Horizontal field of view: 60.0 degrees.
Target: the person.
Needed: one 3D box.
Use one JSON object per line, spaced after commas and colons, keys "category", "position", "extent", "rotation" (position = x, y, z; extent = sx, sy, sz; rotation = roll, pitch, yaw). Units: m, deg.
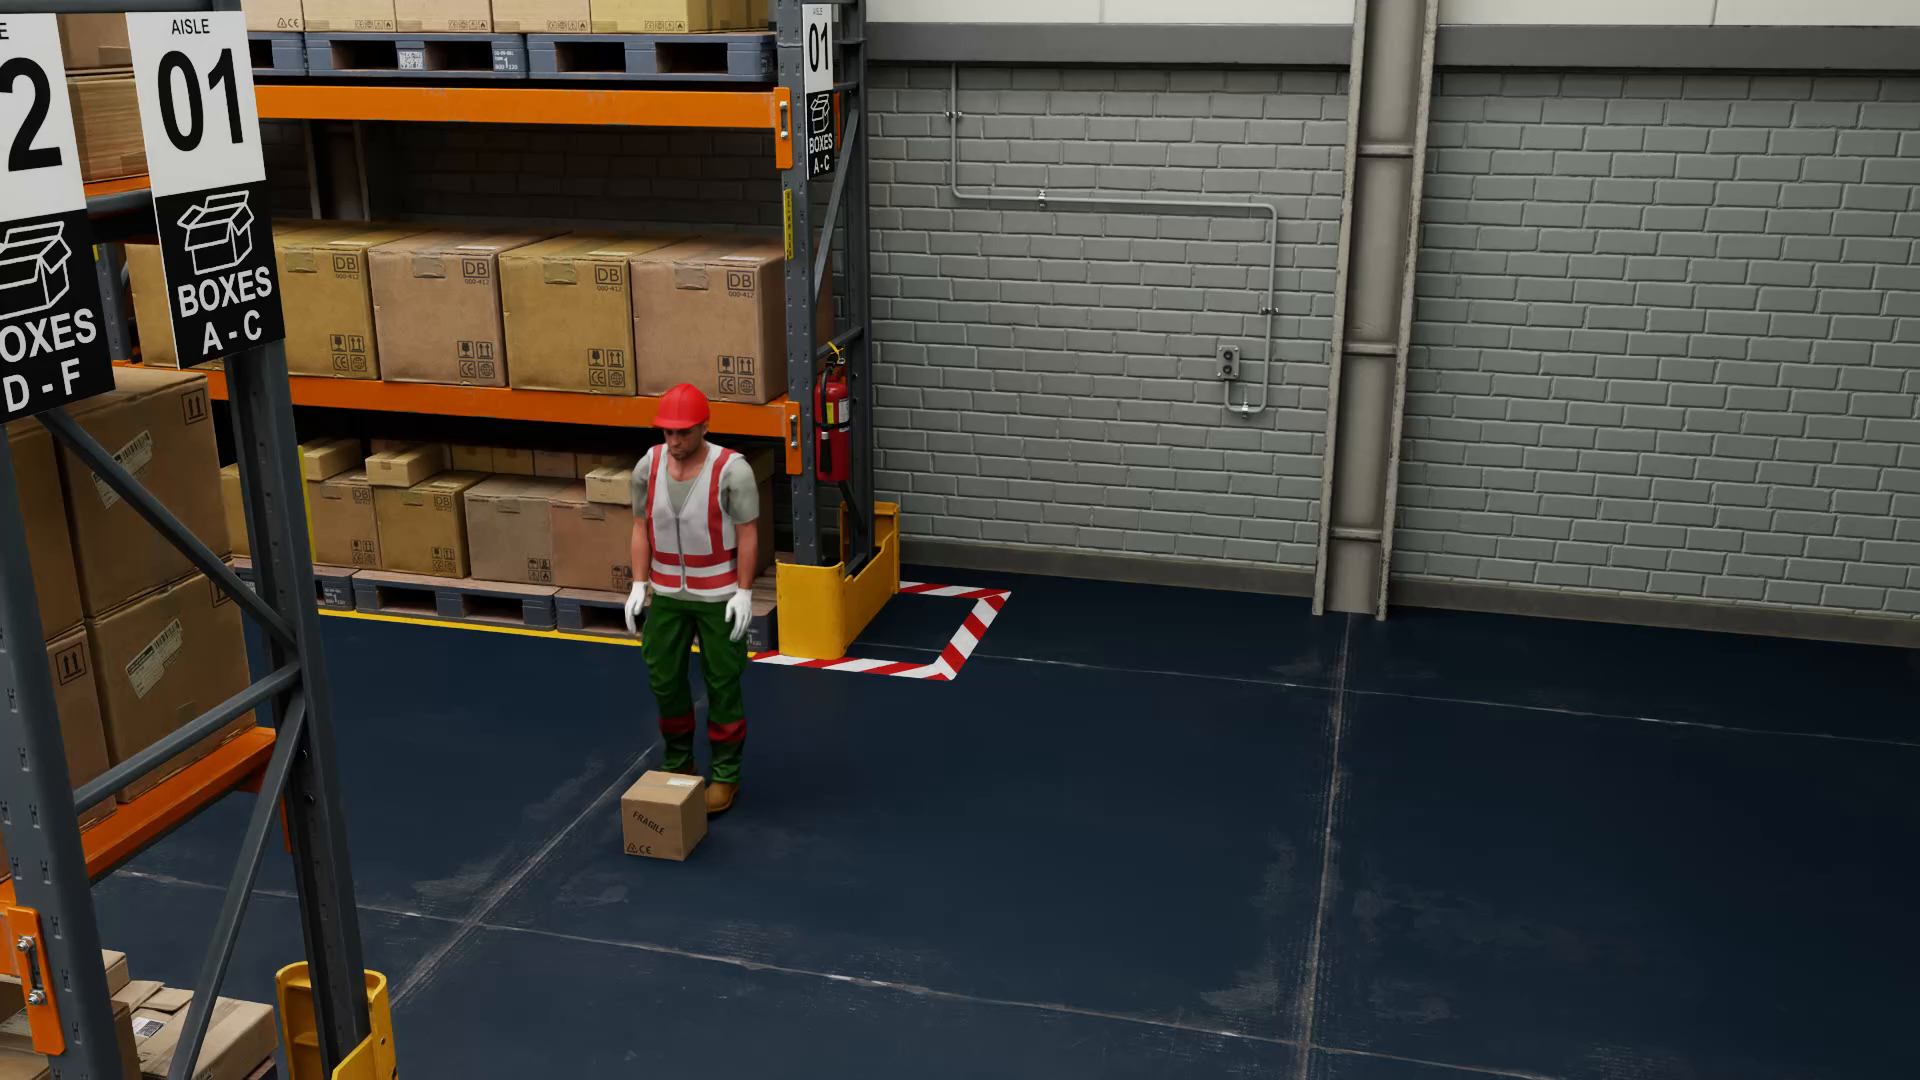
{"category": "person", "position": [-1.082, 0.269, 6.787], "extent": [0.539, 1.857, 0.413], "rotation": [4, 19, 13]}
